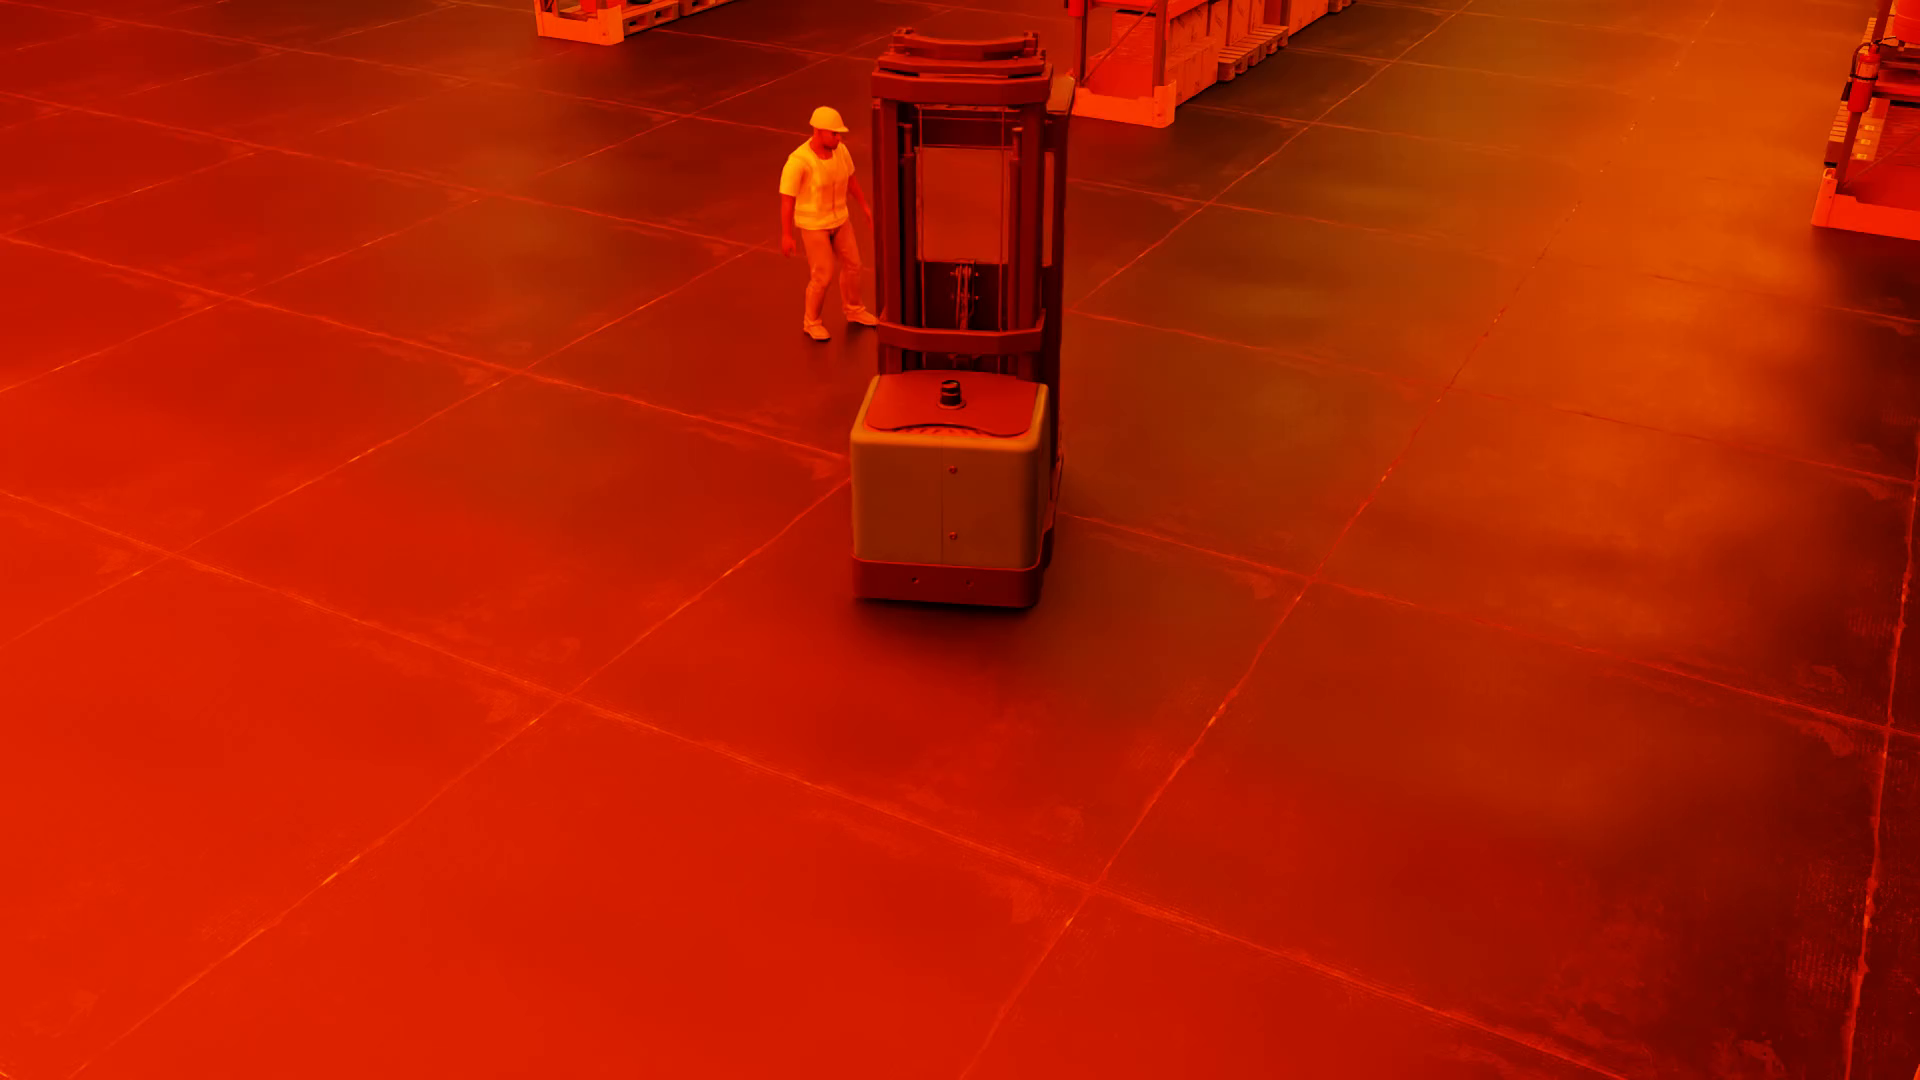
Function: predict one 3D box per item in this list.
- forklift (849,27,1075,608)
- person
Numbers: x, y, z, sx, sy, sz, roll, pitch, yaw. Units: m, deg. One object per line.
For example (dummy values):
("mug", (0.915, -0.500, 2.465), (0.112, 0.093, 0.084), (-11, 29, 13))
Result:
("forklift", (0.081, -1.609, 9.858), (1.130, 2.935, 3.031), (3, 30, 6))
("person", (-0.977, -2.353, 12.340), (0.415, 1.742, 0.812), (24, 37, 35))
